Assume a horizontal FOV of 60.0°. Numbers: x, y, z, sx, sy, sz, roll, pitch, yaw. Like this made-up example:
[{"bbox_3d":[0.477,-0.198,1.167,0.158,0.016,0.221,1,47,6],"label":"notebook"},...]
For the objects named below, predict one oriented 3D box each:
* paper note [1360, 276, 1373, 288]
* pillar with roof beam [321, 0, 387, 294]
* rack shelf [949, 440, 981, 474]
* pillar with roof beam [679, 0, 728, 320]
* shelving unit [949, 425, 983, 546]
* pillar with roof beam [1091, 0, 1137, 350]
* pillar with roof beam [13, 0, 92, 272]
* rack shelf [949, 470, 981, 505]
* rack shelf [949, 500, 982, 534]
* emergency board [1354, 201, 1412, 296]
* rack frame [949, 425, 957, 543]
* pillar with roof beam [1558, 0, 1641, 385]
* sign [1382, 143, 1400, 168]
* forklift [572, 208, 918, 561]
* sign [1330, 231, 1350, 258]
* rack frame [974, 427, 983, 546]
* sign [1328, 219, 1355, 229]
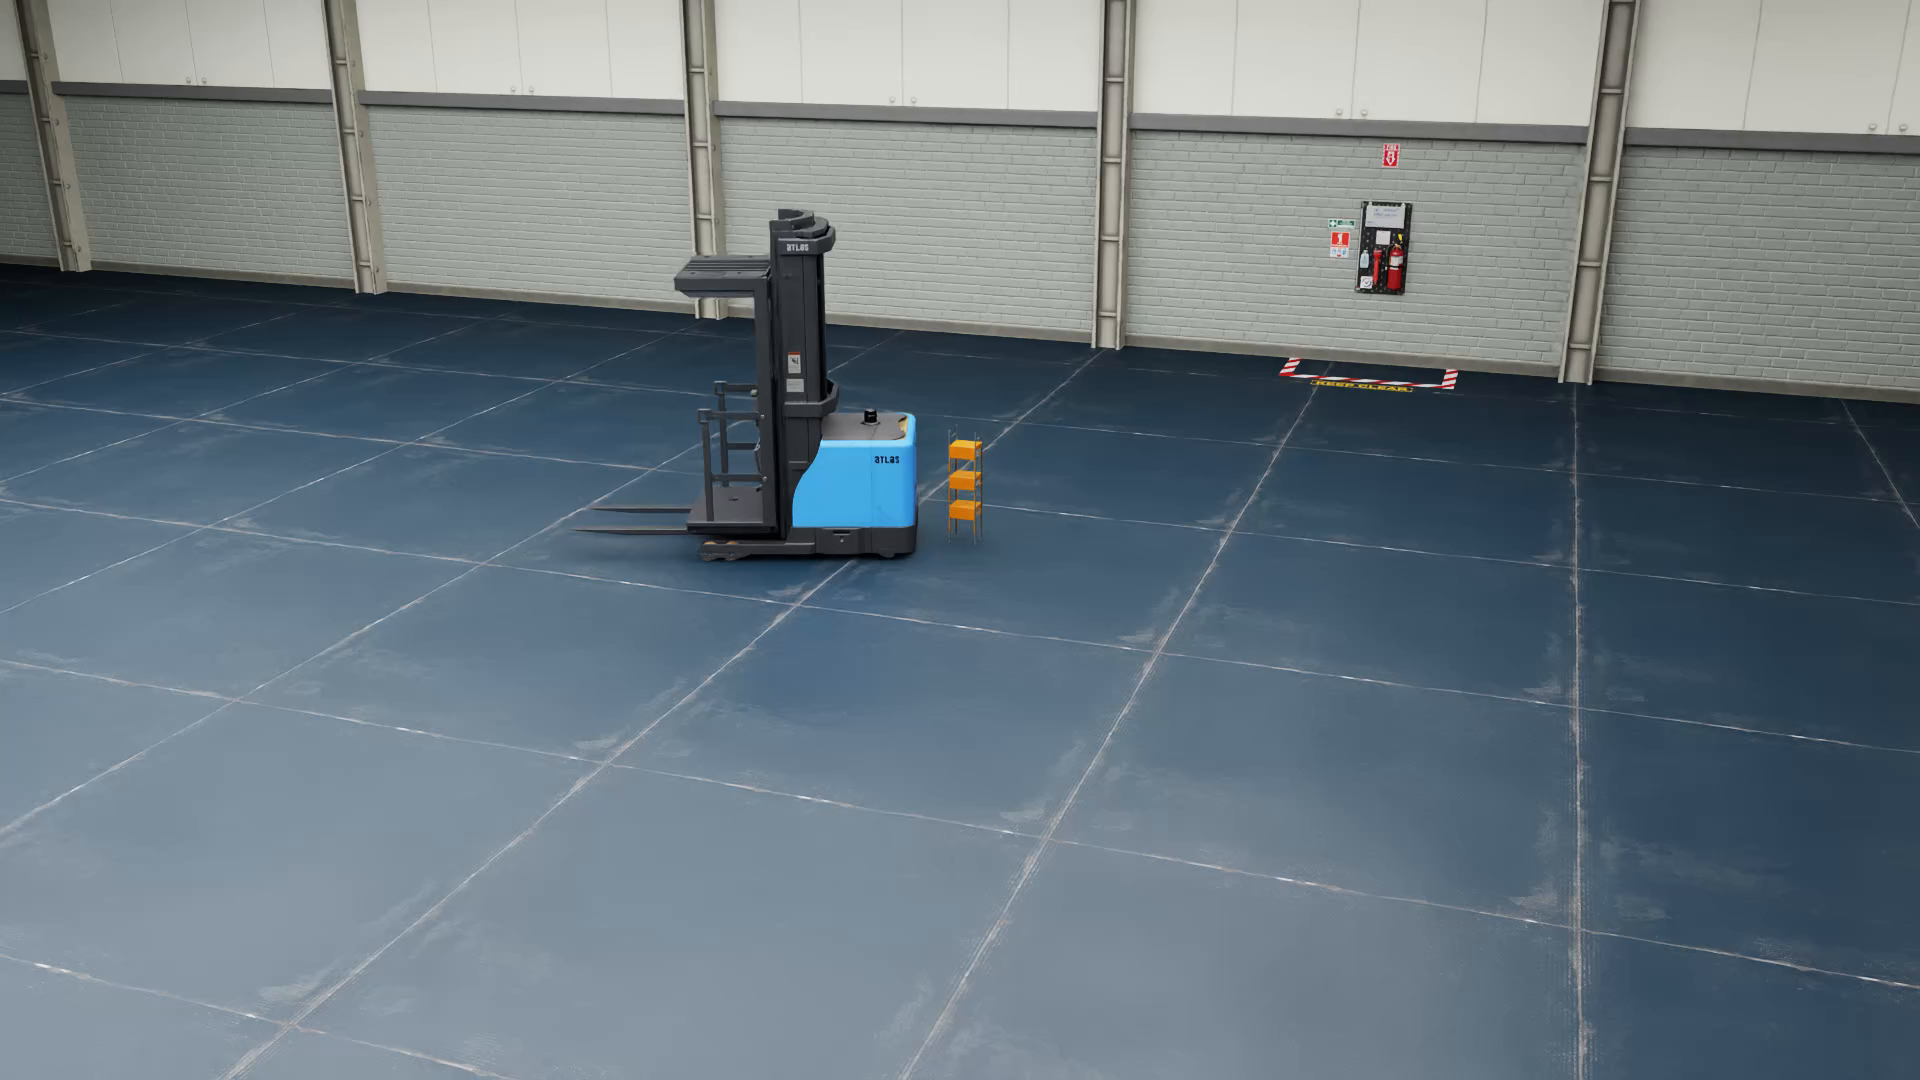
[{"bbox_3d":[5.219,-3.308,21.347,0.142,0.148,0.016,7,20,18],"label":"paper note"},{"bbox_3d":[-10.730,-6.843,21.036,0.400,9.000,9.100,7,20,18],"label":"pillar with roof beam"},{"bbox_3d":[0.051,-0.748,14.797,0.240,0.259,0.215,7,20,18],"label":"rack shelf"},{"bbox_3d":[-5.062,-6.195,19.177,0.400,9.000,9.100,7,20,18],"label":"pillar with roof beam"},{"bbox_3d":[0.051,-0.490,14.887,0.252,1.050,0.215,7,20,18],"label":"shelving unit"},{"bbox_3d":[0.605,-5.547,17.318,0.400,9.000,9.100,7,20,18],"label":"pillar with roof beam"},{"bbox_3d":[-16.398,-7.491,22.896,0.400,9.000,9.100,7,20,18],"label":"pillar with roof beam"},{"bbox_3d":[0.051,-0.480,14.890,0.240,0.259,0.215,7,20,18],"label":"rack shelf"},{"bbox_3d":[0.051,-0.218,14.982,0.240,0.259,0.215,7,20,18],"label":"rack shelf"},{"bbox_3d":[5.364,-3.683,21.086,0.643,1.169,0.194,7,20,18],"label":"emergency board"},{"bbox_3d":[-0.065,-0.503,14.925,0.008,1.050,0.200,7,20,18],"label":"rack frame"},{"bbox_3d":[6.273,-4.899,15.458,0.400,9.000,9.100,7,20,18],"label":"pillar with roof beam"},{"bbox_3d":[5.389,-4.810,20.795,0.199,0.298,0.001,7,20,18],"label":"sign"},{"bbox_3d":[-1.905,-1.375,14.568,3.031,2.935,1.130,0,19,0],"label":"forklift"},{"bbox_3d":[4.876,-3.792,21.343,0.234,0.329,0.001,7,20,18],"label":"sign"},{"bbox_3d":[0.166,-0.477,14.849,0.008,1.050,0.200,7,20,18],"label":"rack frame"},{"bbox_3d":[4.877,-4.039,21.246,0.331,0.109,0.001,7,20,18],"label":"sign"}]
